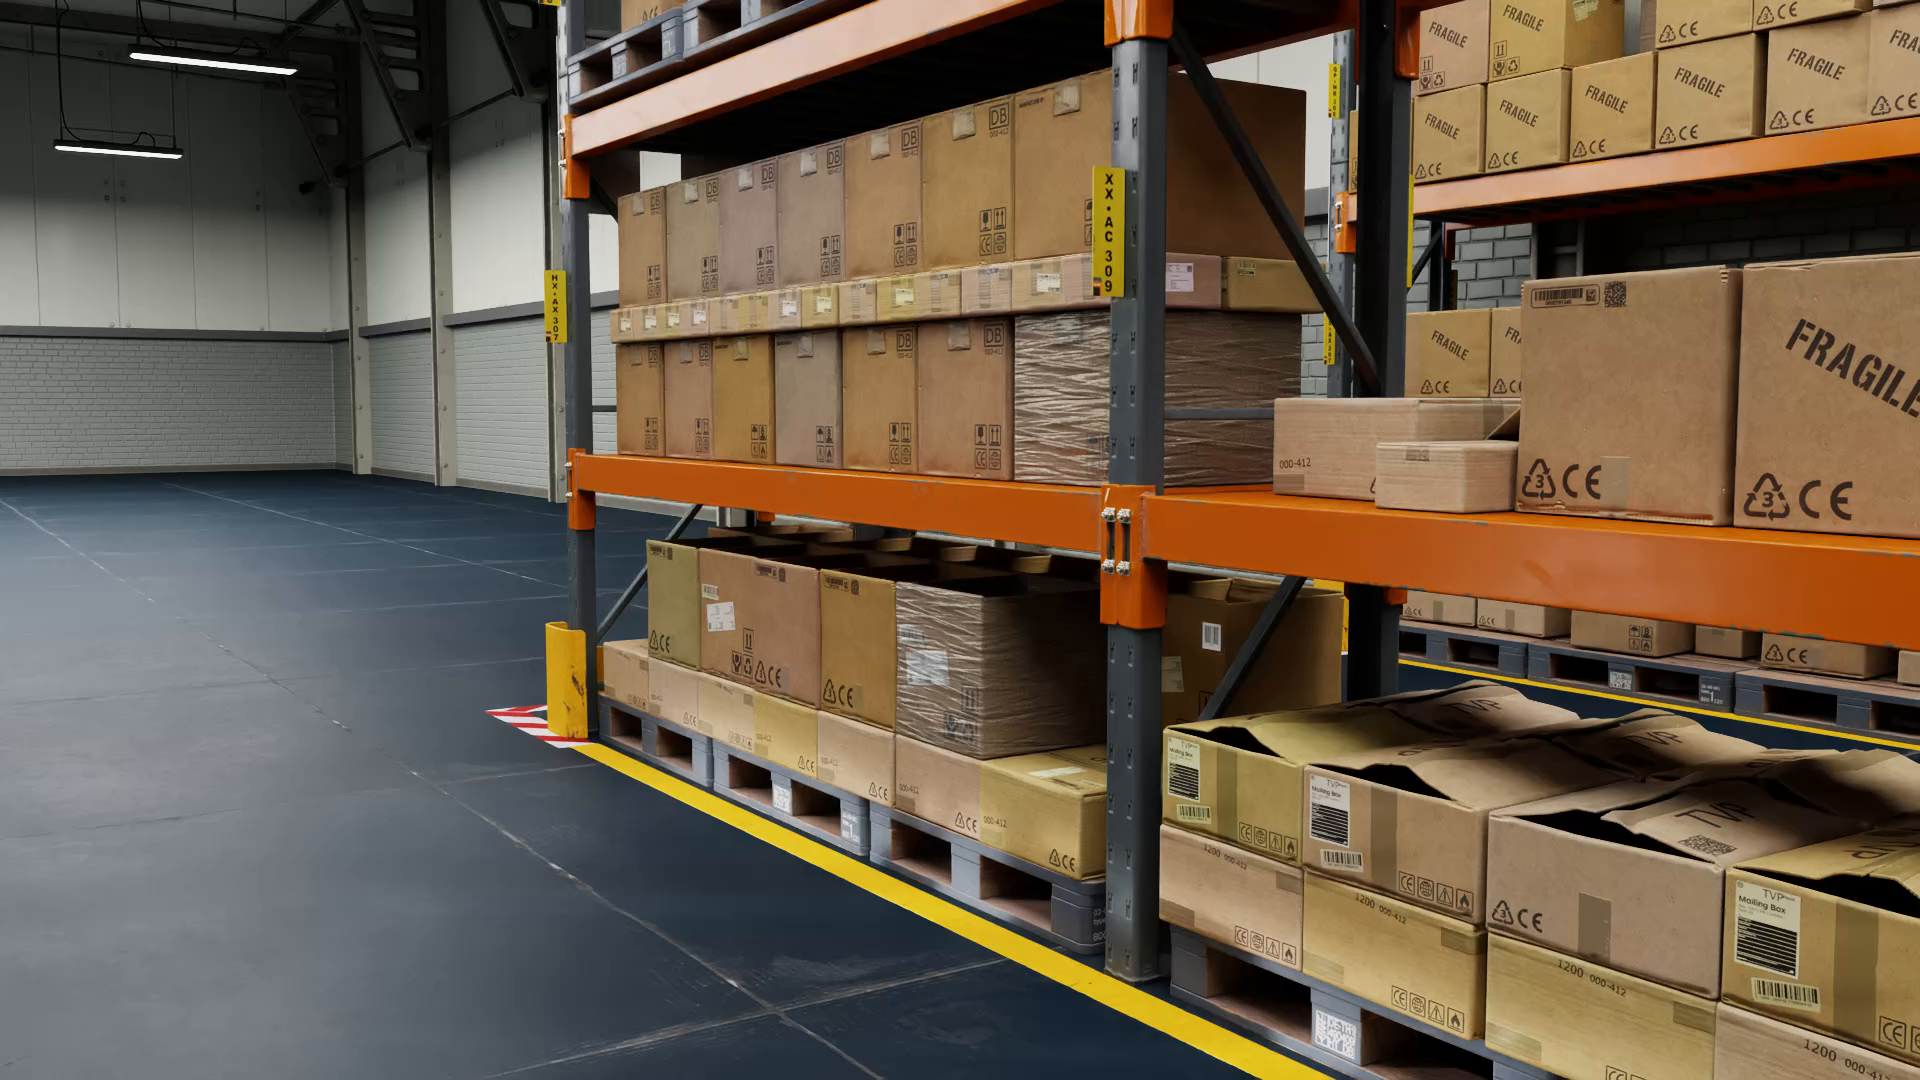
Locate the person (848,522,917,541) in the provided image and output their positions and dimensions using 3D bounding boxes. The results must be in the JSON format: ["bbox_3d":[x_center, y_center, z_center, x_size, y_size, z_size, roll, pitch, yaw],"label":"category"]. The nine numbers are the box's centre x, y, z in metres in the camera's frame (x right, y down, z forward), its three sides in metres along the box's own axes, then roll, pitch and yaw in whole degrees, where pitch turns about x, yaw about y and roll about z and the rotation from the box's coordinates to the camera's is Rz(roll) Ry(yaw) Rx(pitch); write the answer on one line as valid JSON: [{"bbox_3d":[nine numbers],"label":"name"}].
[{"bbox_3d":[-0.484,-0.118,9.920,0.485,1.689,0.455,-4,6,-37],"label":"person"}]
